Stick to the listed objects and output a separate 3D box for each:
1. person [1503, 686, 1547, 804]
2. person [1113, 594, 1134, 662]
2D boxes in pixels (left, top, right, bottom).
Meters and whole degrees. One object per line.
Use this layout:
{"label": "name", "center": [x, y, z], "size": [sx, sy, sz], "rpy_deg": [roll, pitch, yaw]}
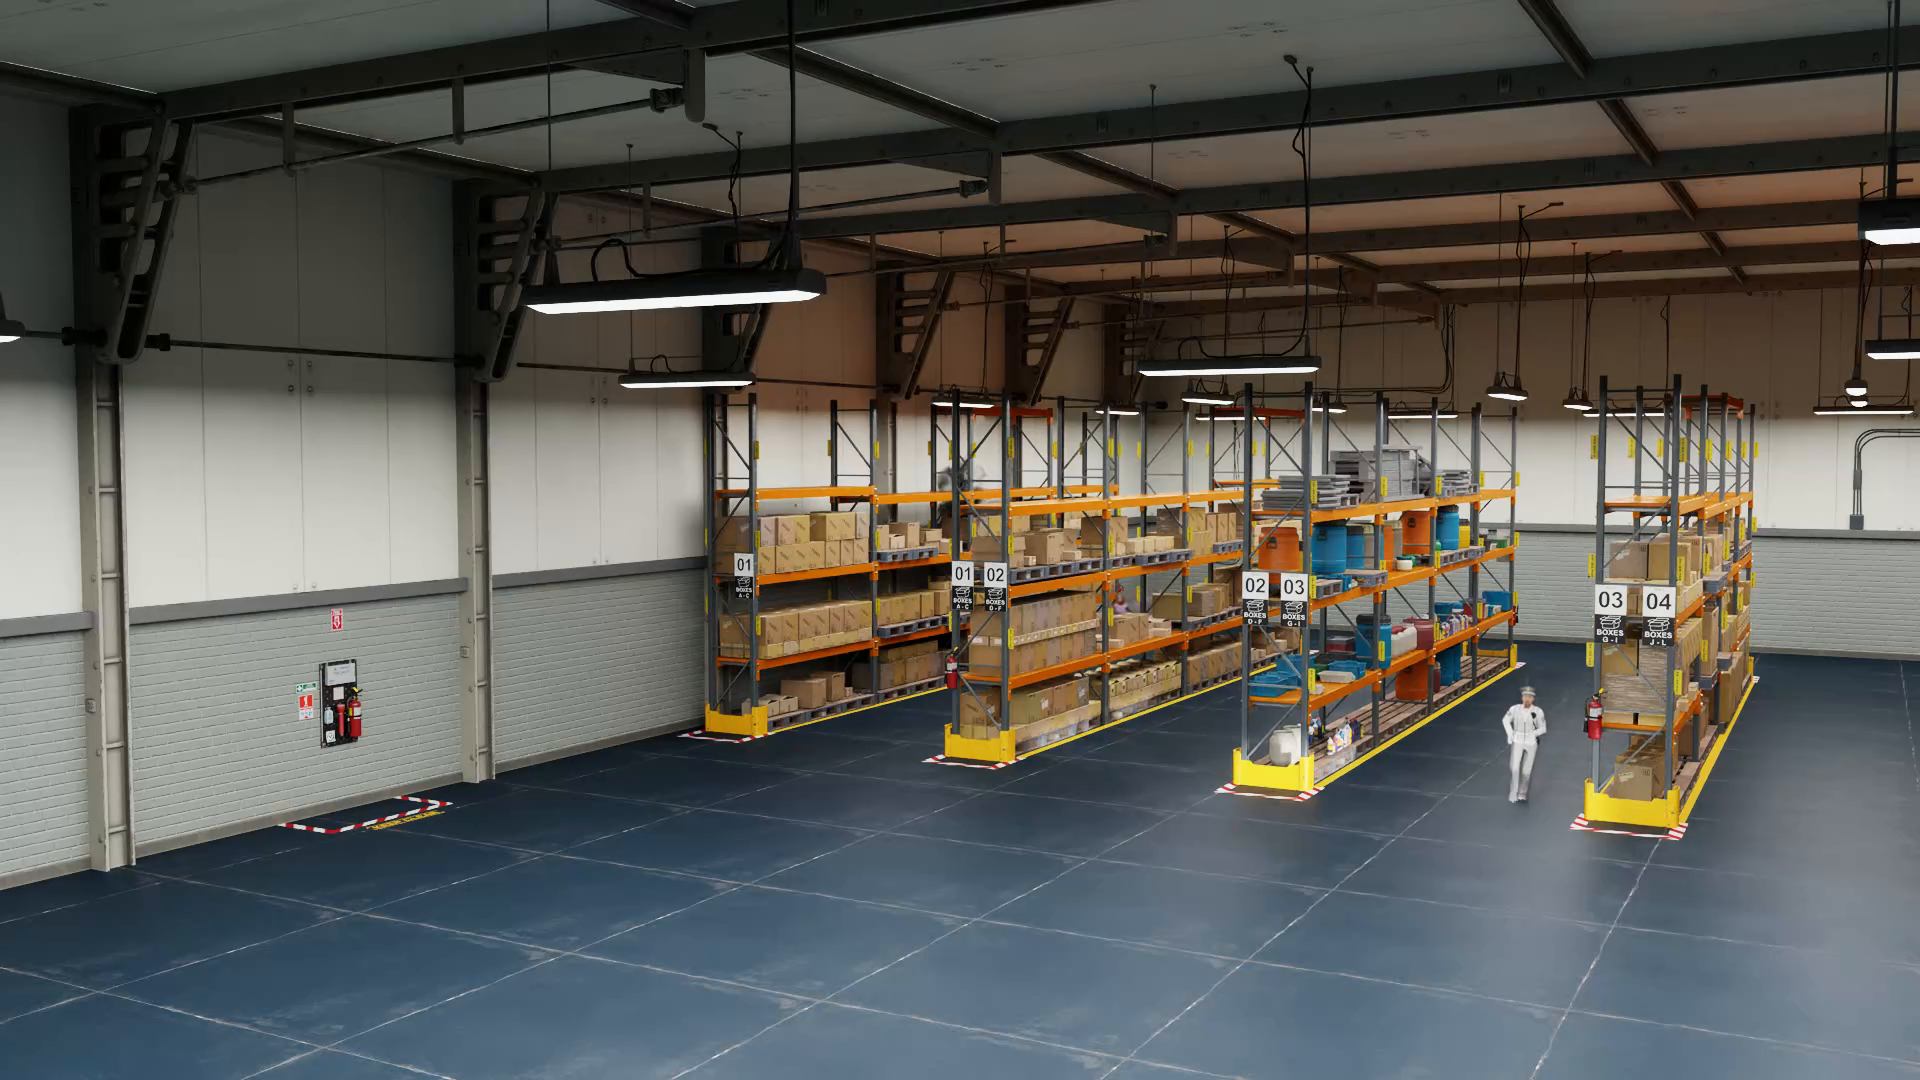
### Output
{"label": "person", "center": [7.976, 2.901, 23.514], "size": [0.594, 1.688, 0.654], "rpy_deg": [1, 3, 20]}
{"label": "person", "center": [3.810, 2.078, 39.386], "size": [0.518, 1.610, 0.649], "rpy_deg": [1, 3, 20]}
